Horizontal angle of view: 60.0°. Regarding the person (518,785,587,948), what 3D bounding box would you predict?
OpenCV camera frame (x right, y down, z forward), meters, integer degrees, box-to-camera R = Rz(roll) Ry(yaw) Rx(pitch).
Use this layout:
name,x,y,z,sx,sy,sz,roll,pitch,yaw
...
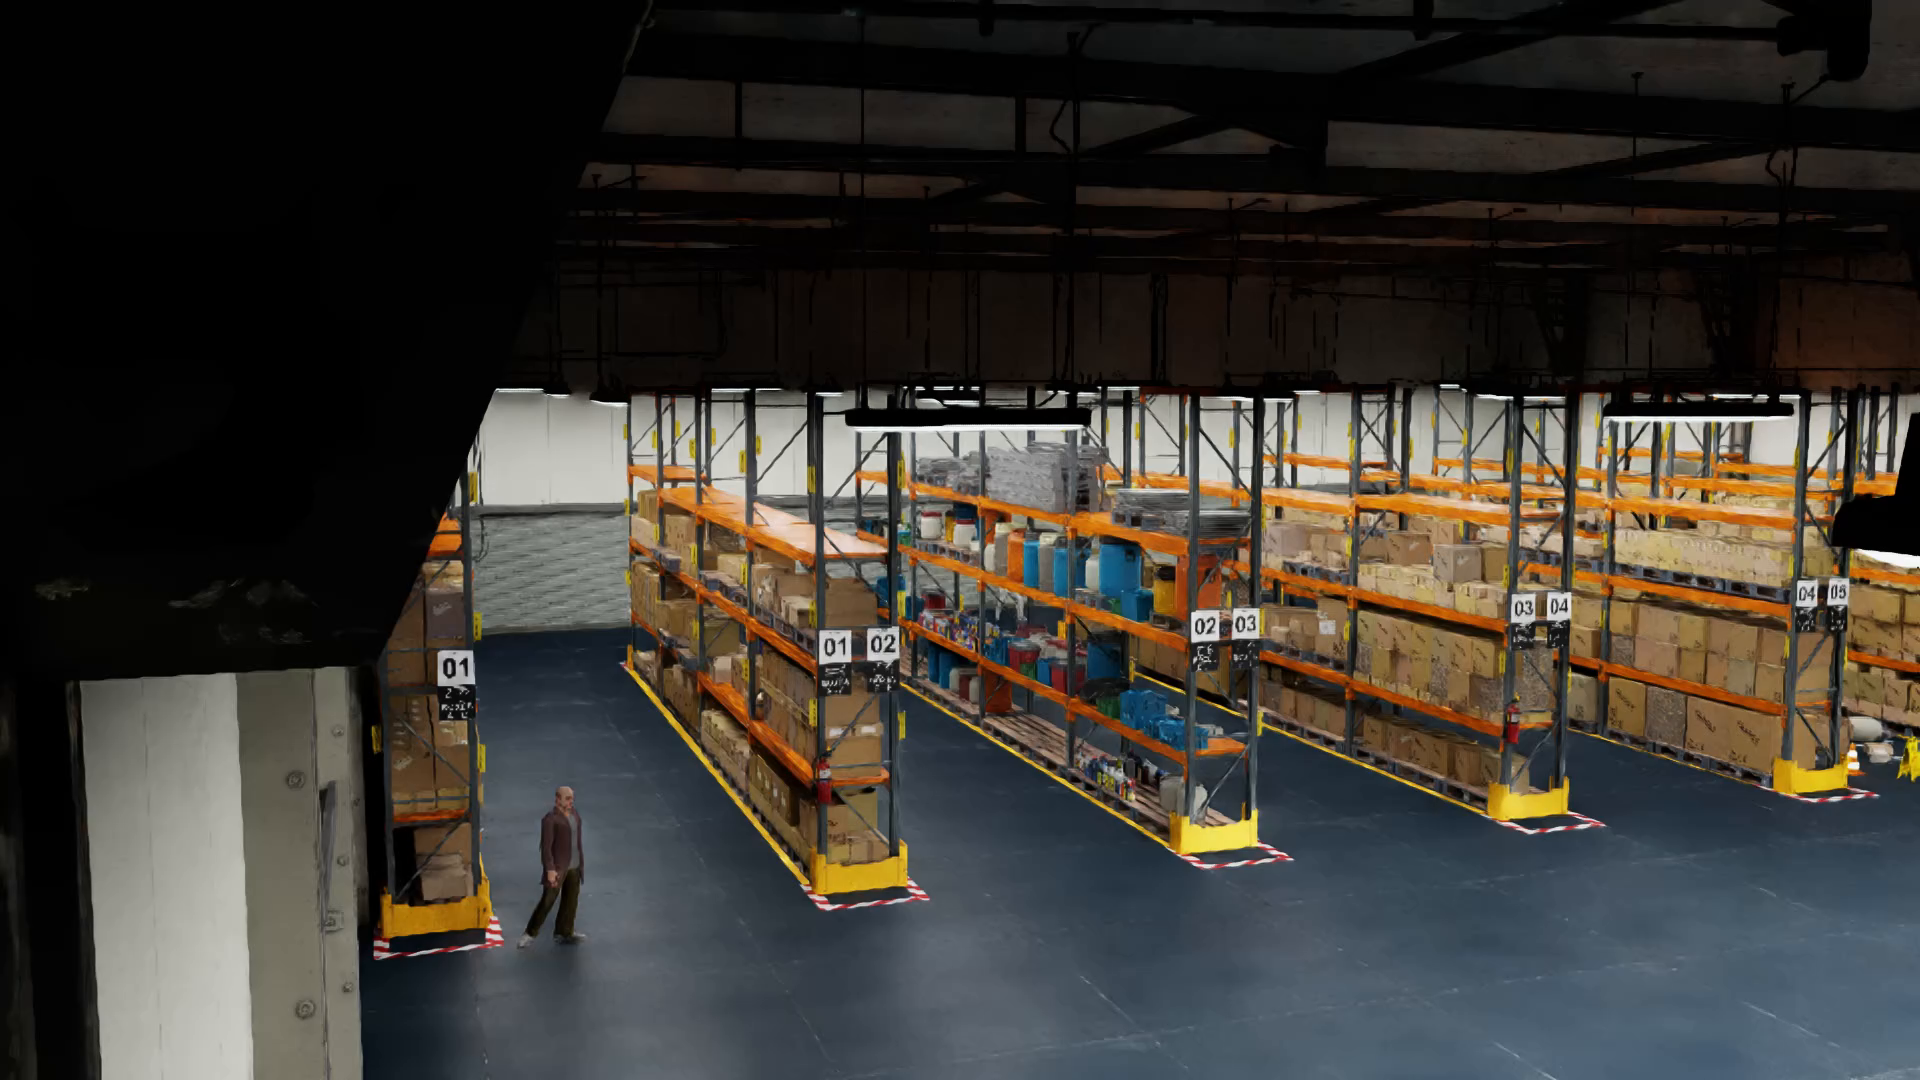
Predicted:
name,x,y,z,sx,sy,sz,roll,pitch,yaw
person,-4.482,3.575,18.214,0.517,1.769,0.793,3,7,30

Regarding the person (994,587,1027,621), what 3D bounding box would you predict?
name,x,y,z,sx,sy,sz,roll,pitch,yaw
person,1.246,1.227,41.697,0.647,1.603,0.770,-5,8,-40

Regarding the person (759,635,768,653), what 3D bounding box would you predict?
name,x,y,z,sx,sy,sz,roll,pitch,yaw
person,-3.950,2.033,33.955,0.493,1.589,1.000,-2,6,-20
